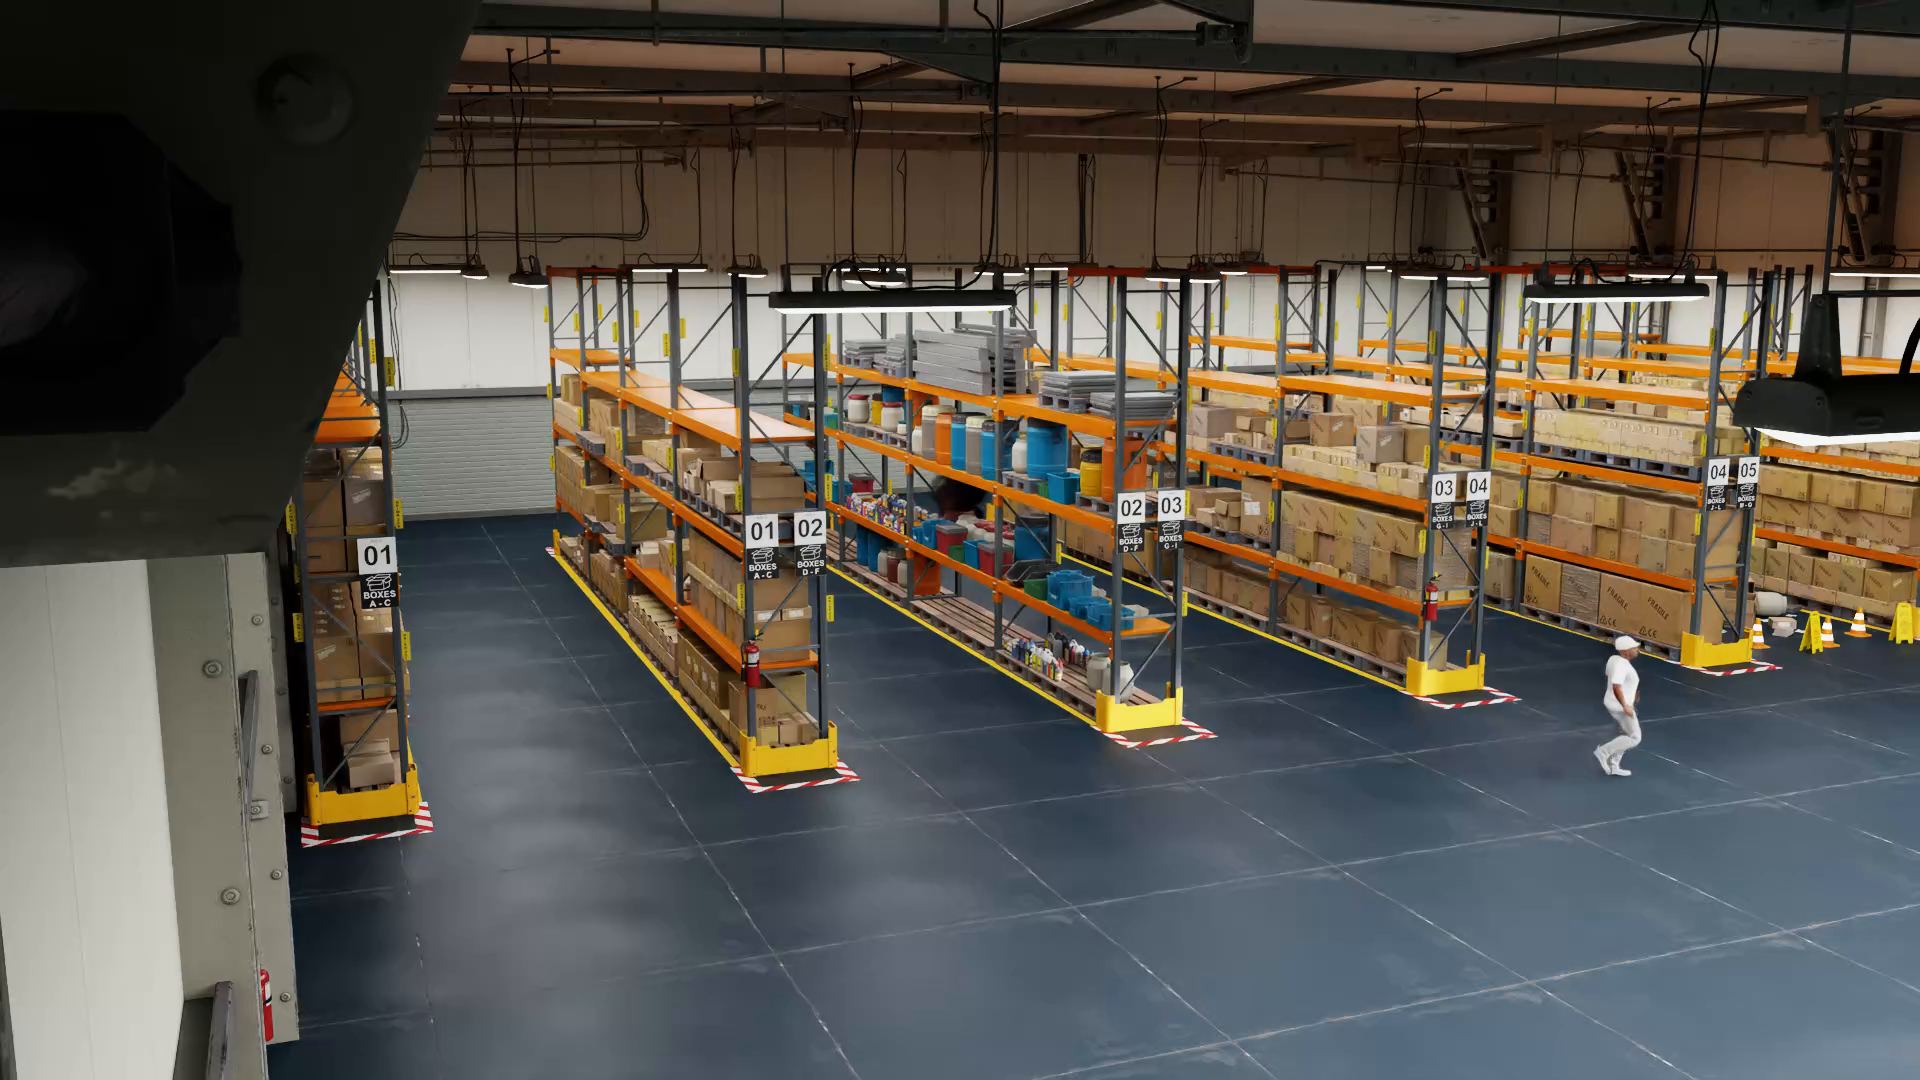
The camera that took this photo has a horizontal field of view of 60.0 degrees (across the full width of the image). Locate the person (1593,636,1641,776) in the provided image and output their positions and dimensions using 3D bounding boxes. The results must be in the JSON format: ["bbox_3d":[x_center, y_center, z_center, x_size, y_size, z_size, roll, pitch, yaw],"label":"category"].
[{"bbox_3d":[7.990,2.008,20.169,0.577,1.732,0.715,1,10,7],"label":"person"}]

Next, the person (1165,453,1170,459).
[{"bbox_3d":[4.683,-1.184,38.527,0.691,1.689,0.935,-3,10,-16],"label":"person"}]
